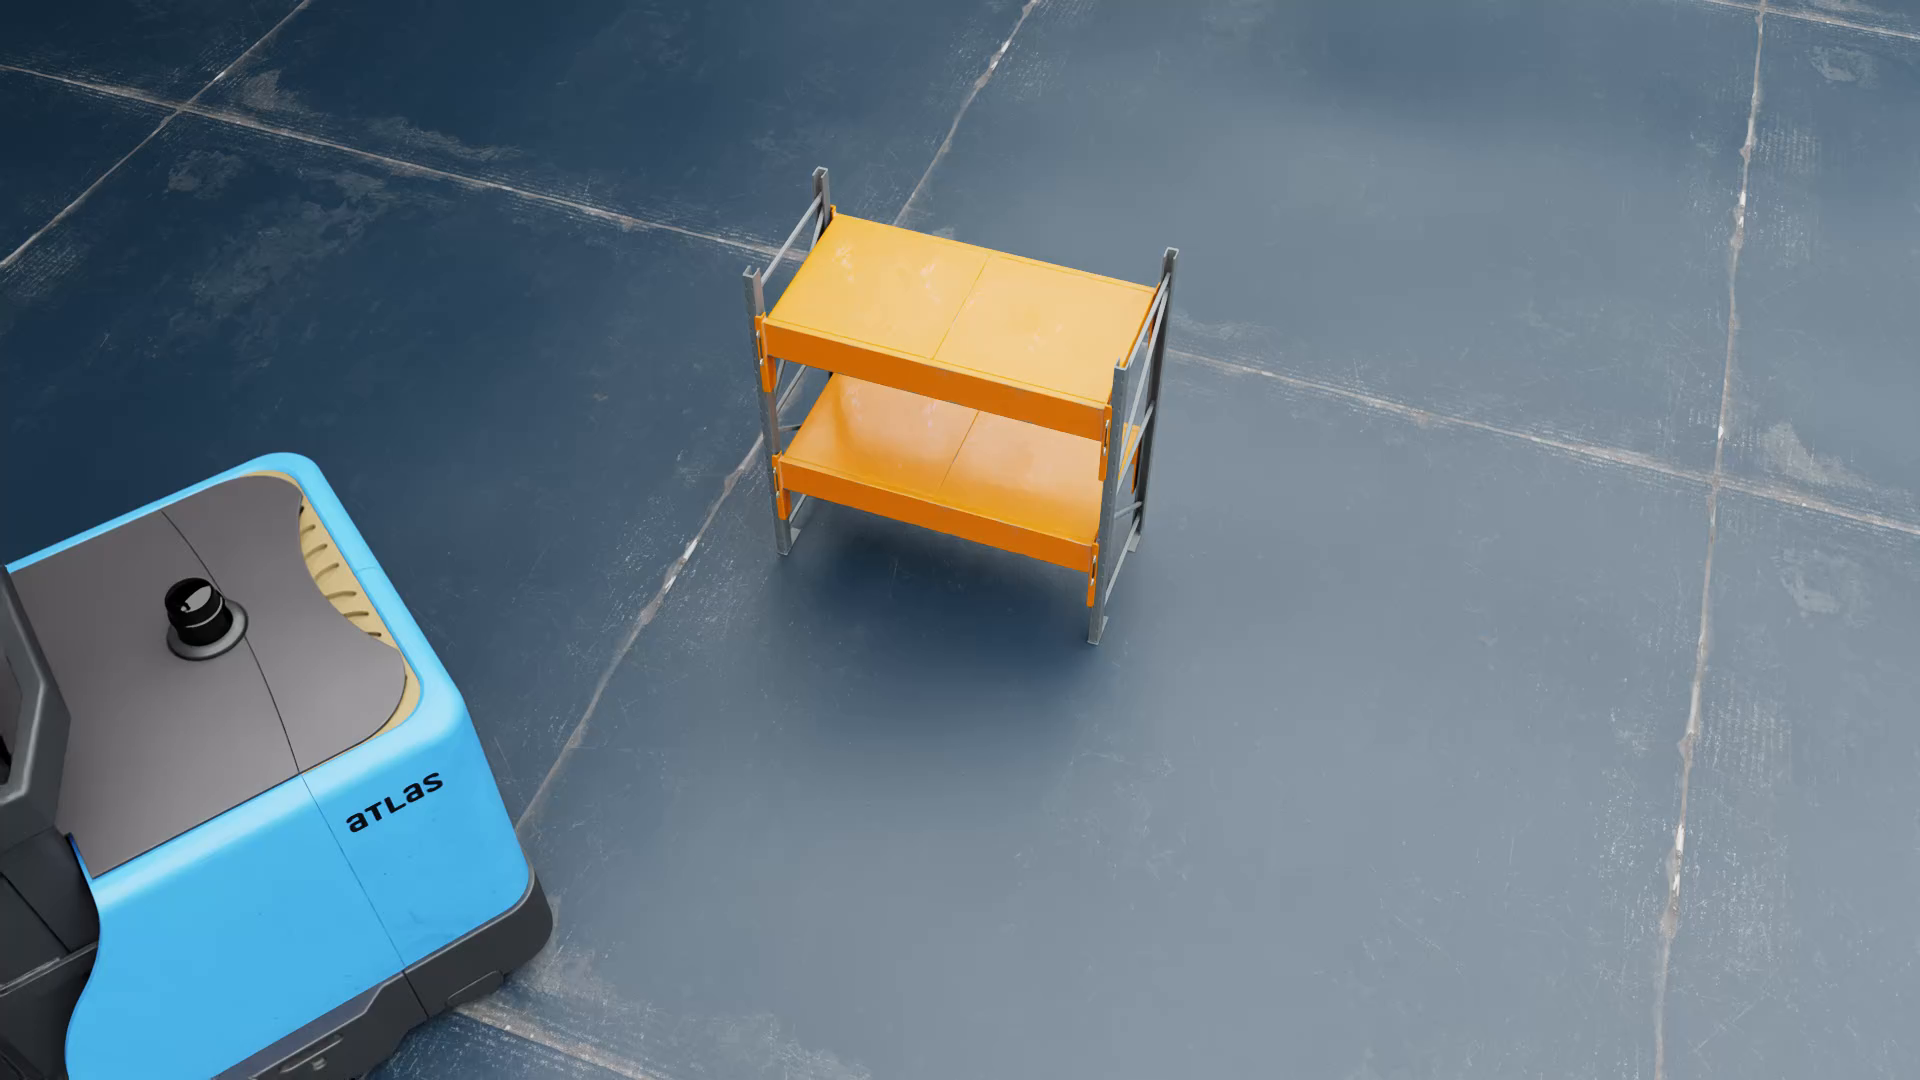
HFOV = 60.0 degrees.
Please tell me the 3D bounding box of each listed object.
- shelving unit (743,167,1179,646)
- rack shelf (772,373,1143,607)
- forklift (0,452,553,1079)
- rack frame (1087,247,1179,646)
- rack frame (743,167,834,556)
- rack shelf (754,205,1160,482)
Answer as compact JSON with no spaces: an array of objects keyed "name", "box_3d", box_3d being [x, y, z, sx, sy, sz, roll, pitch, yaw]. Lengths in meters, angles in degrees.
[{"name":"shelving unit","box_3d":[0.006,-0.367,4.823,1.048,1.125,0.538,16,51,13]},{"name":"rack shelf","box_3d":[0.006,-0.207,5.008,1.000,0.278,0.538,16,51,13]},{"name":"forklift","box_3d":[-2.548,0.447,2.923,3.031,2.935,1.130,-28,55,-22]},{"name":"rack frame","box_3d":[0.483,-0.234,4.708,0.032,1.125,0.500,16,51,13]},{"name":"rack frame","box_3d":[-0.471,-0.500,4.939,0.032,1.125,0.500,16,51,13]},{"name":"rack shelf","box_3d":[0.006,-0.558,4.602,1.000,0.278,0.538,16,51,13]}]
